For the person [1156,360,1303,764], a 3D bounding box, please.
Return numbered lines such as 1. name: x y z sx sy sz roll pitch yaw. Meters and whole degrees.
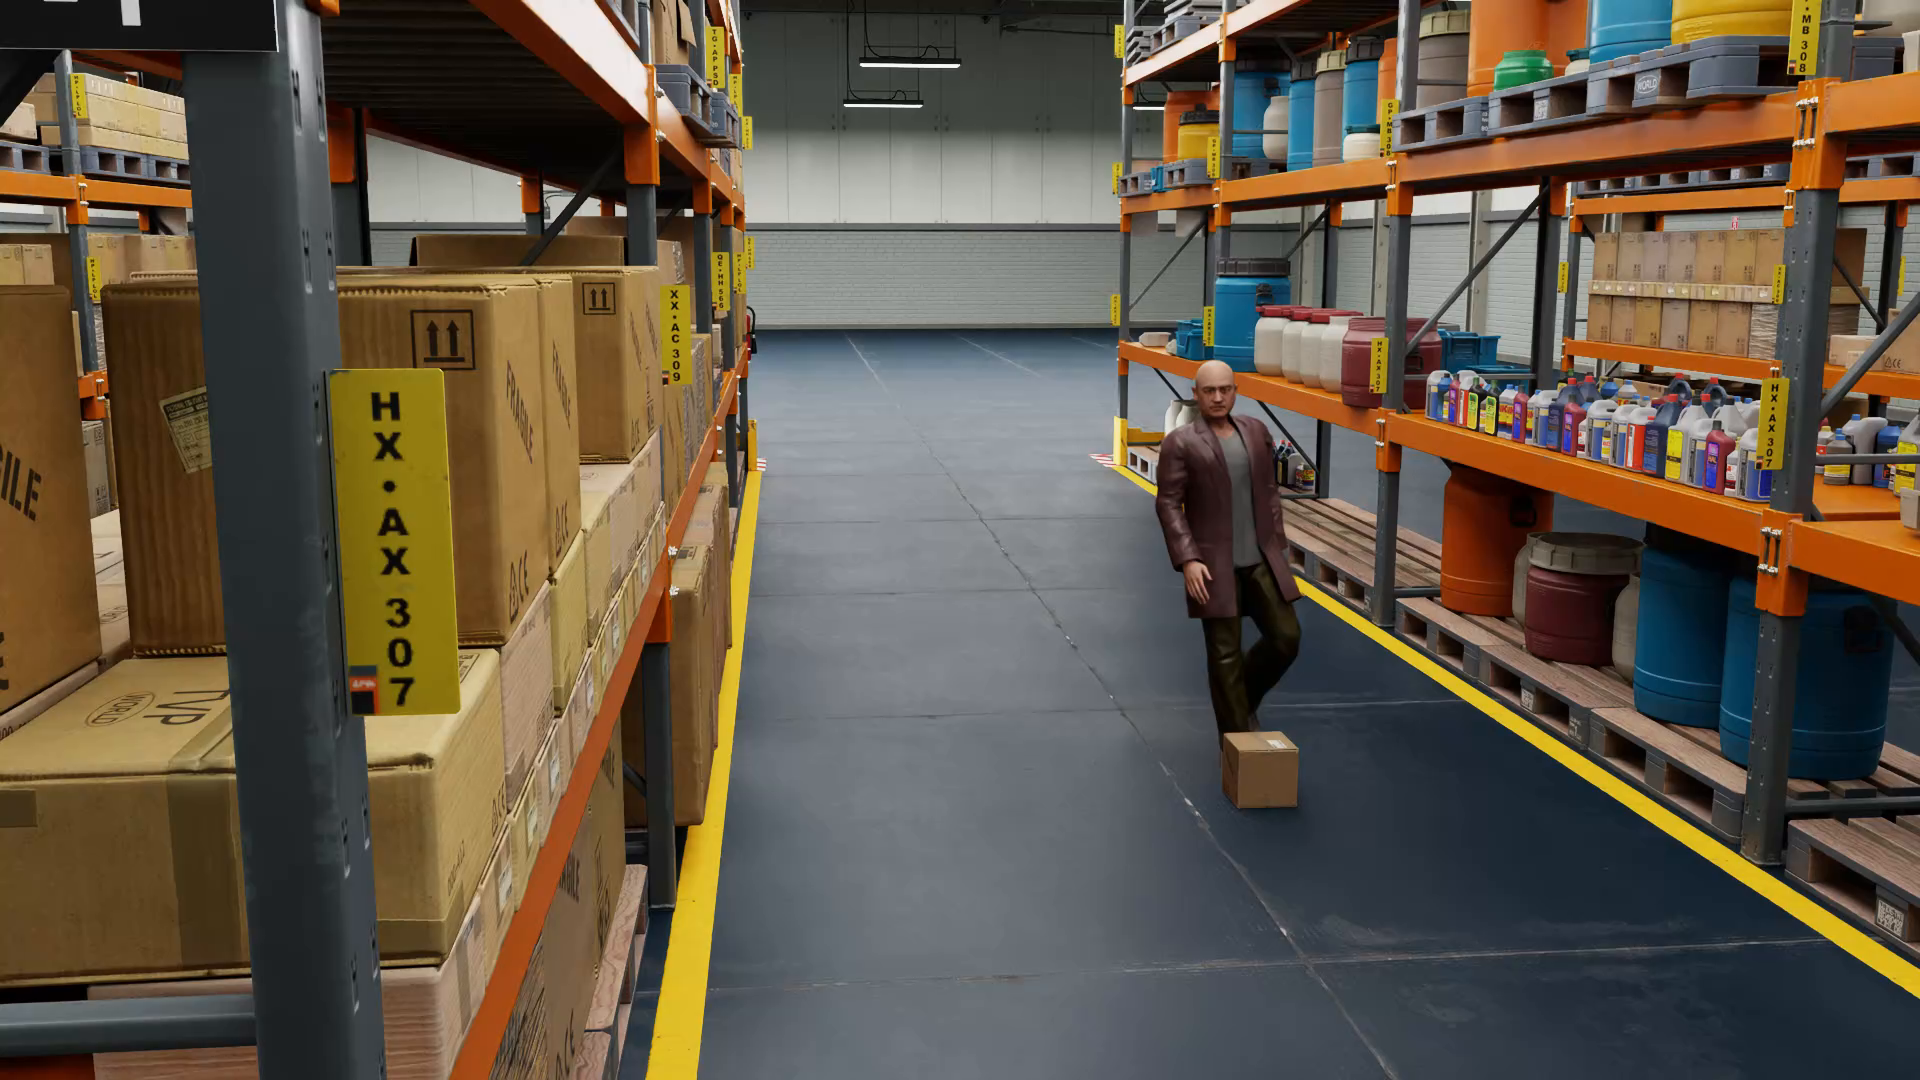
1. person: 1.195 0.121 7.191 0.636 1.773 0.694 -3 10 -17
